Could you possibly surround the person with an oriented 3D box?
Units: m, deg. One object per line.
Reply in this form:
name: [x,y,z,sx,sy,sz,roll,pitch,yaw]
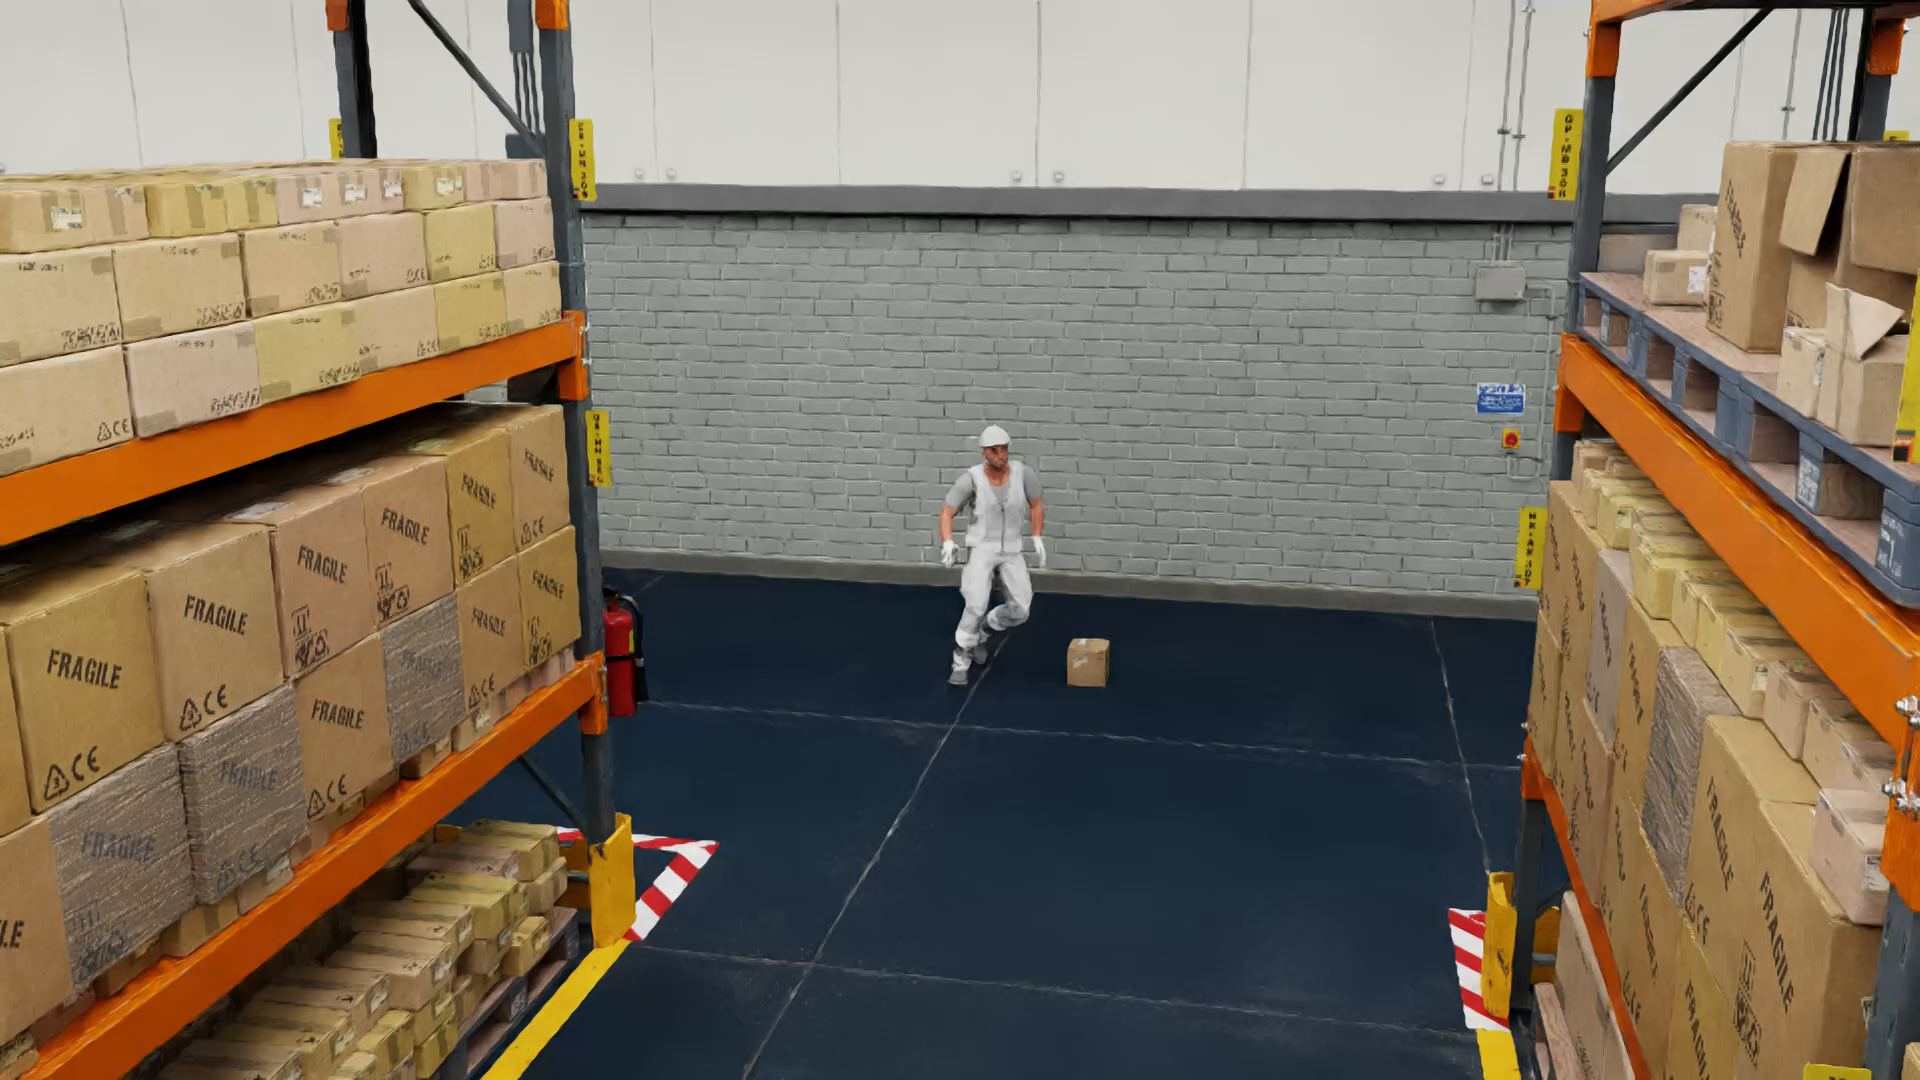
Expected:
person: [0.186,0.065,10.926,0.801,1.667,0.613,-6,16,-23]
